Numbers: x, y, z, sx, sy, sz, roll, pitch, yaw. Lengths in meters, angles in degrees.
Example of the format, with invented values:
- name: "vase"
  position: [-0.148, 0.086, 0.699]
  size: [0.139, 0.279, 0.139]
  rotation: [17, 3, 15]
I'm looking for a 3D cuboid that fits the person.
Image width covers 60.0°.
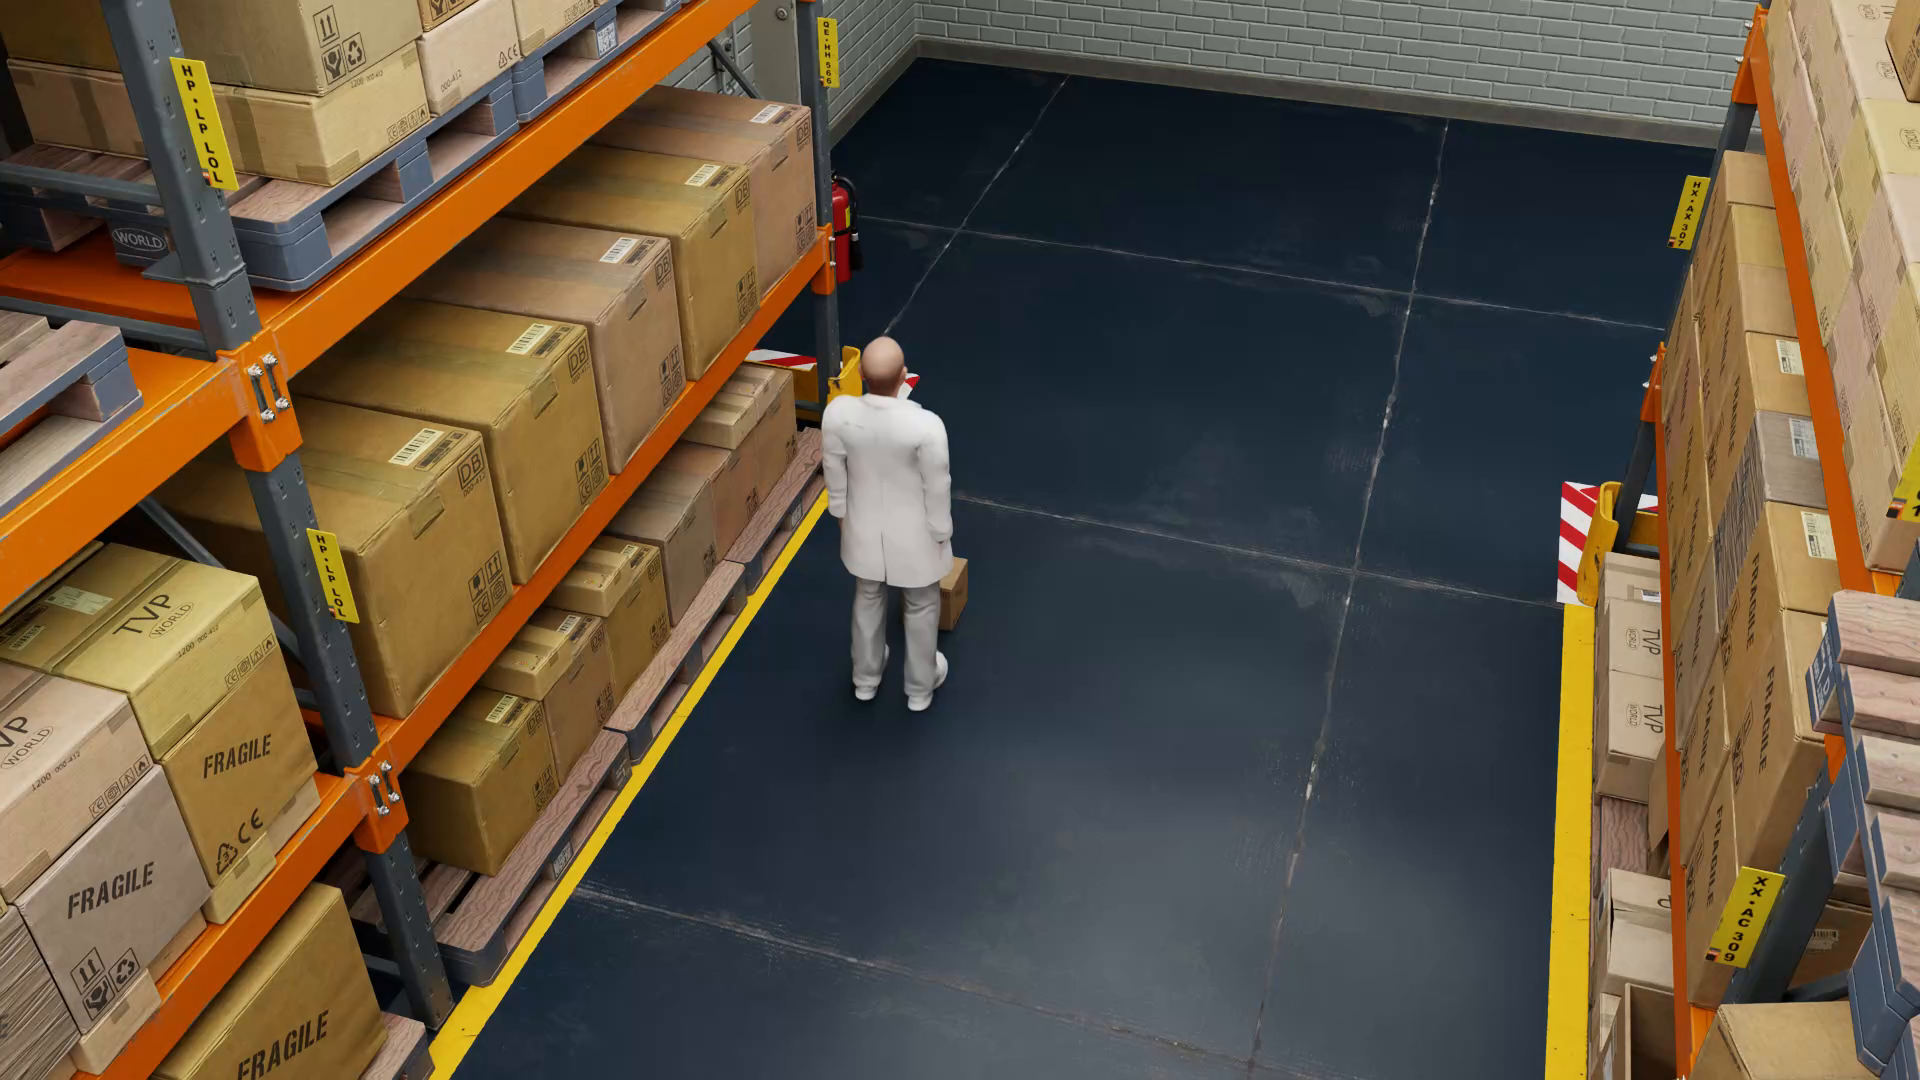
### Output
- name: "person"
  position: [-0.291, -0.078, 7.013]
  size: [0.561, 1.777, 0.382]
  rotation: [11, 38, 15]
